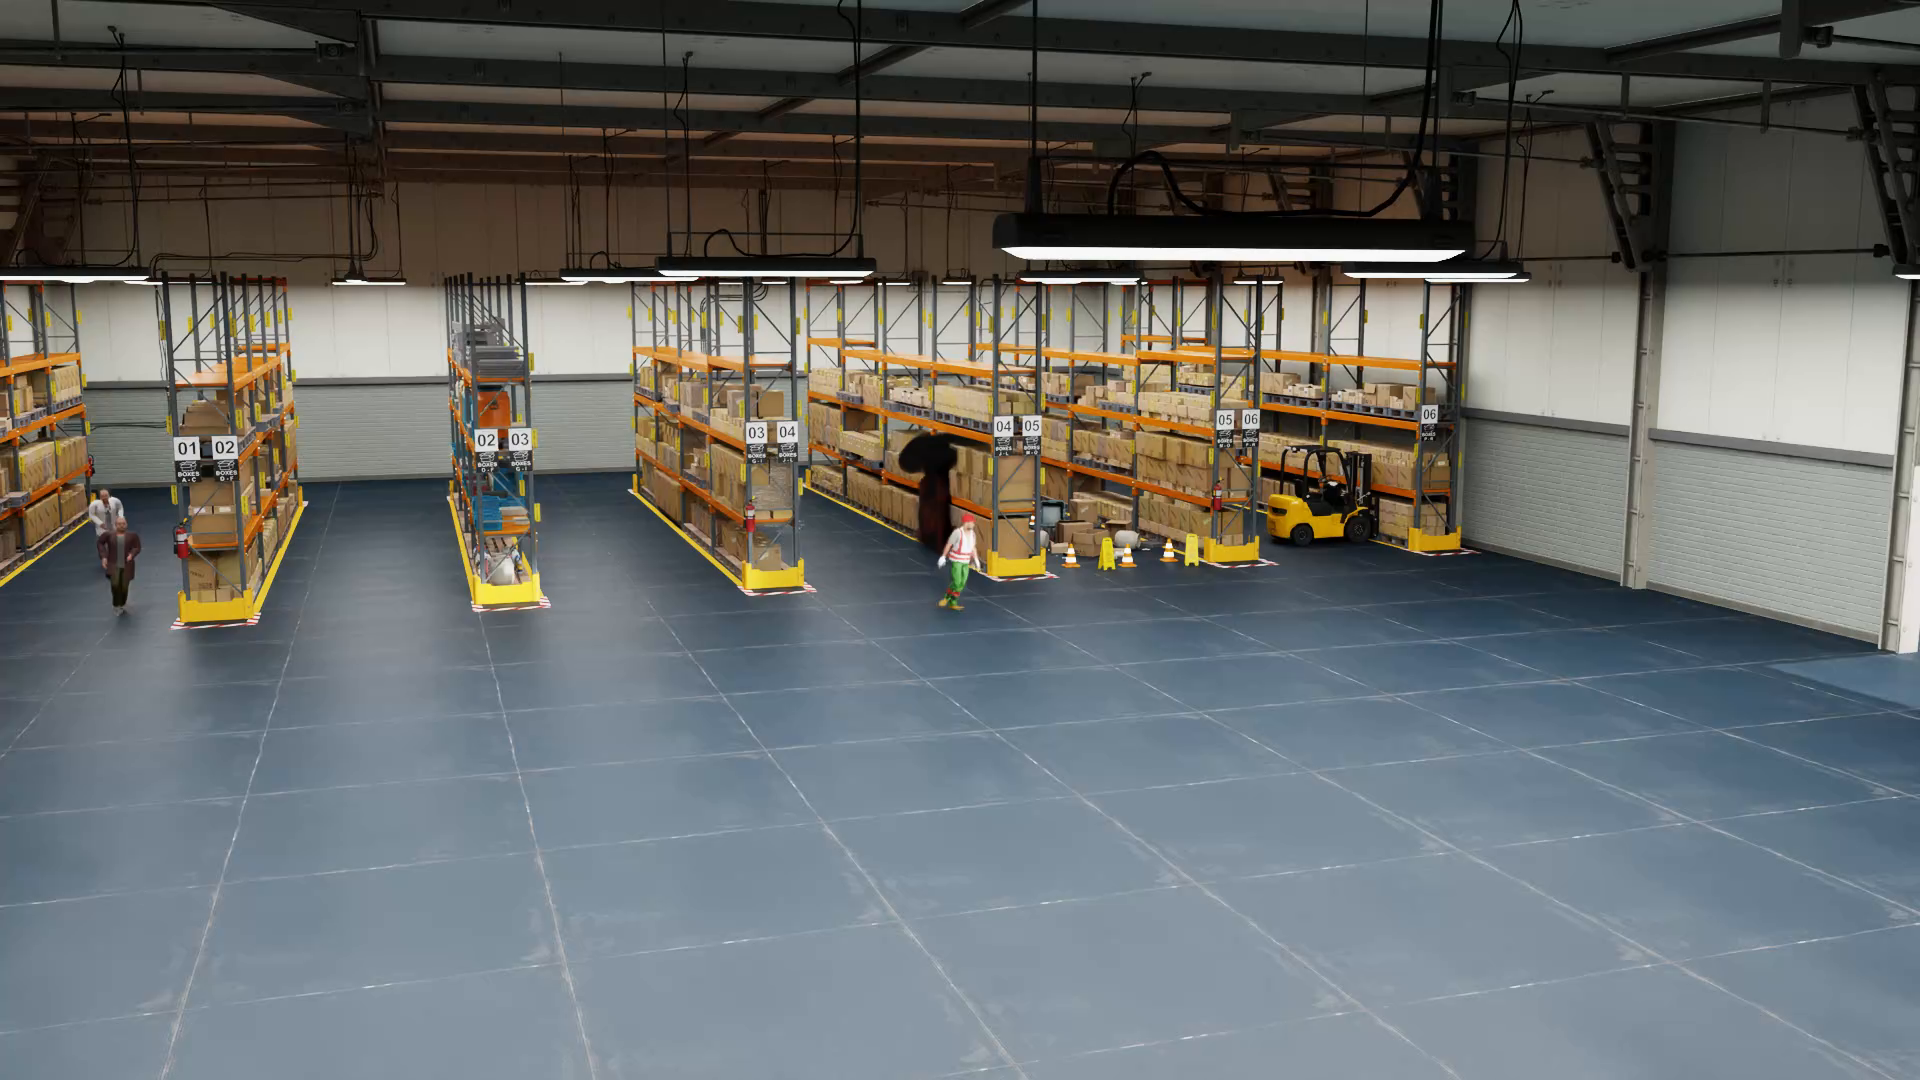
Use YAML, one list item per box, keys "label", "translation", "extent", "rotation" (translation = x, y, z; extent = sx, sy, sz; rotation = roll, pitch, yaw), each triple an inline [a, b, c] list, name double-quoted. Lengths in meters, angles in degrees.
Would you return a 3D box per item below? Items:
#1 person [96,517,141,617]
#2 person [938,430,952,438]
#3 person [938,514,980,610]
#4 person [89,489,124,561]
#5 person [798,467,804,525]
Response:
- label: "person"
  translation: [-14.792, 0.472, 29.303]
  extent: [0.692, 1.776, 0.842]
  rotation: [-5, 10, -29]
- label: "person"
  translation: [-0.438, -3.179, 53.127]
  extent: [0.912, 1.758, 0.672]
  rotation: [-8, 11, -41]
- label: "person"
  translation: [-0.007, 0.395, 29.721]
  extent: [0.696, 1.749, 0.591]
  rotation: [-7, 11, -40]
- label: "person"
  translation: [-17.779, -0.291, 34.618]
  extent: [0.676, 1.616, 0.893]
  rotation: [-8, 12, -42]
- label: "person"
  translation: [-3.924, -1.138, 38.777]
  extent: [0.549, 1.569, 0.886]
  rotation: [-7, 11, -38]
